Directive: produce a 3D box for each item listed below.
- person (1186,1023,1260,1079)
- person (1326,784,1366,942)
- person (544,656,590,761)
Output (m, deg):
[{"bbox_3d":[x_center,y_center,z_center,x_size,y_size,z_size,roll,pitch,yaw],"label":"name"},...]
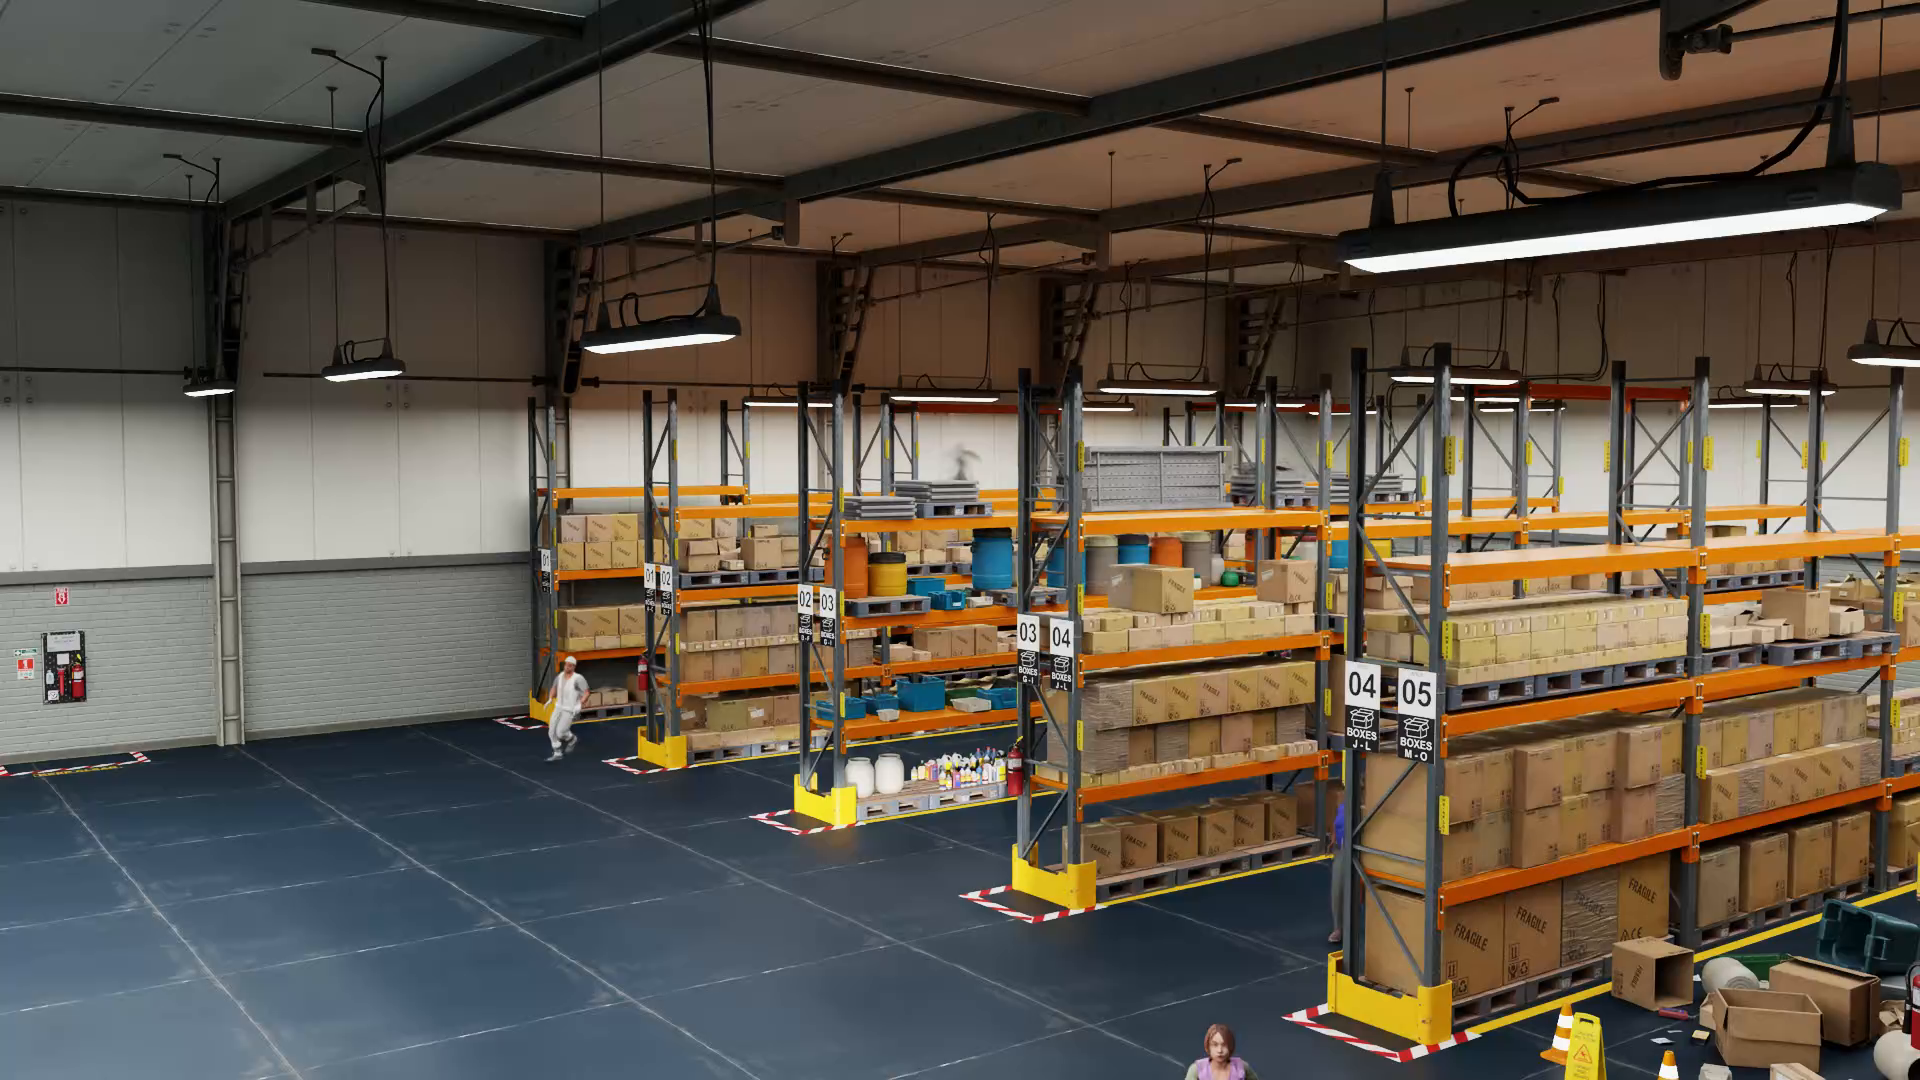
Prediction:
[{"bbox_3d":[1.580,3.743,10.149,0.526,1.623,0.787,1,3,10],"label":"person"},{"bbox_3d":[4.095,3.319,17.344,0.588,1.624,0.851,3,5,42],"label":"person"},{"bbox_3d":[-6.339,2.723,26.837,0.704,1.713,0.564,2,4,26],"label":"person"}]
